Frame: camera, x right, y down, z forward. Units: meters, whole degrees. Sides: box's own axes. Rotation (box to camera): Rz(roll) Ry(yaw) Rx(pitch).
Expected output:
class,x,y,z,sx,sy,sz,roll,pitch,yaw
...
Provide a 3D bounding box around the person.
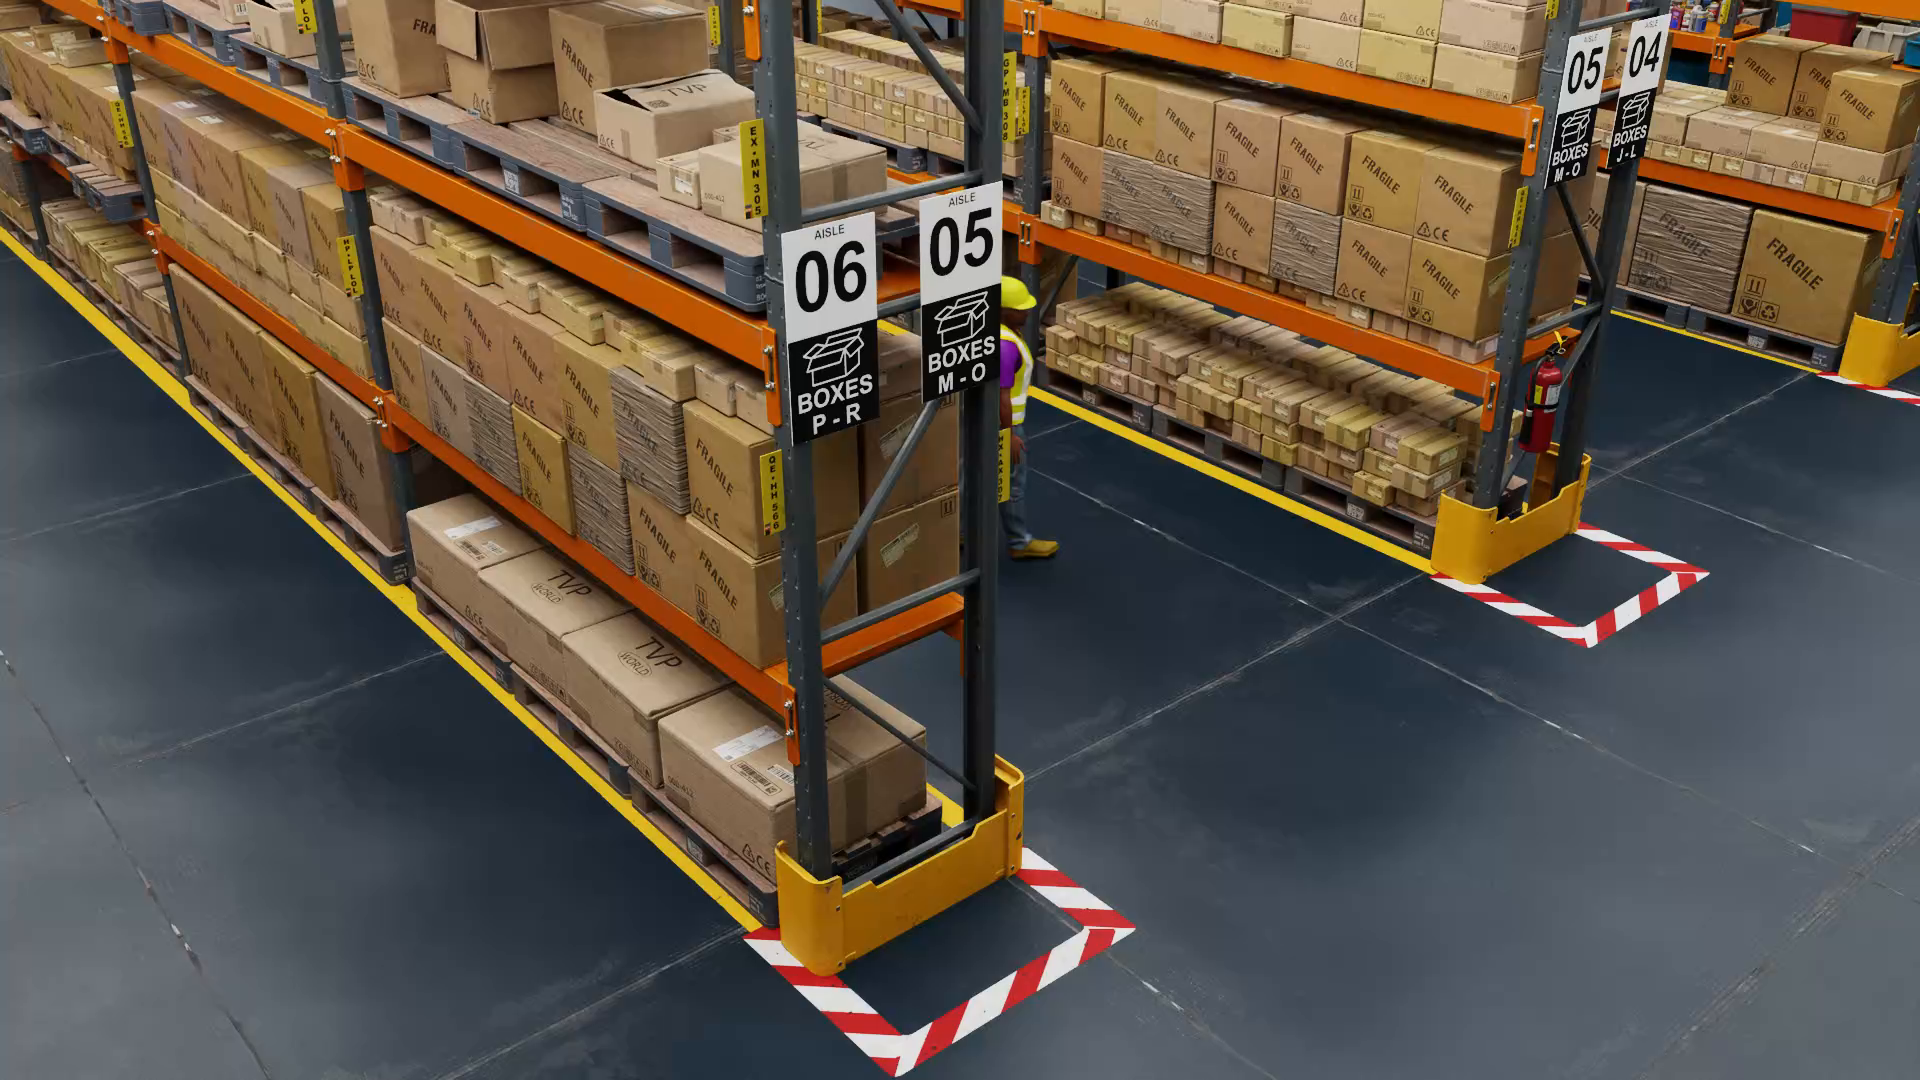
class,x,y,z,sx,sy,sz,roll,pitch,yaw
person,0.286,-0.726,9.924,0.607,1.766,0.647,-6,29,-12
